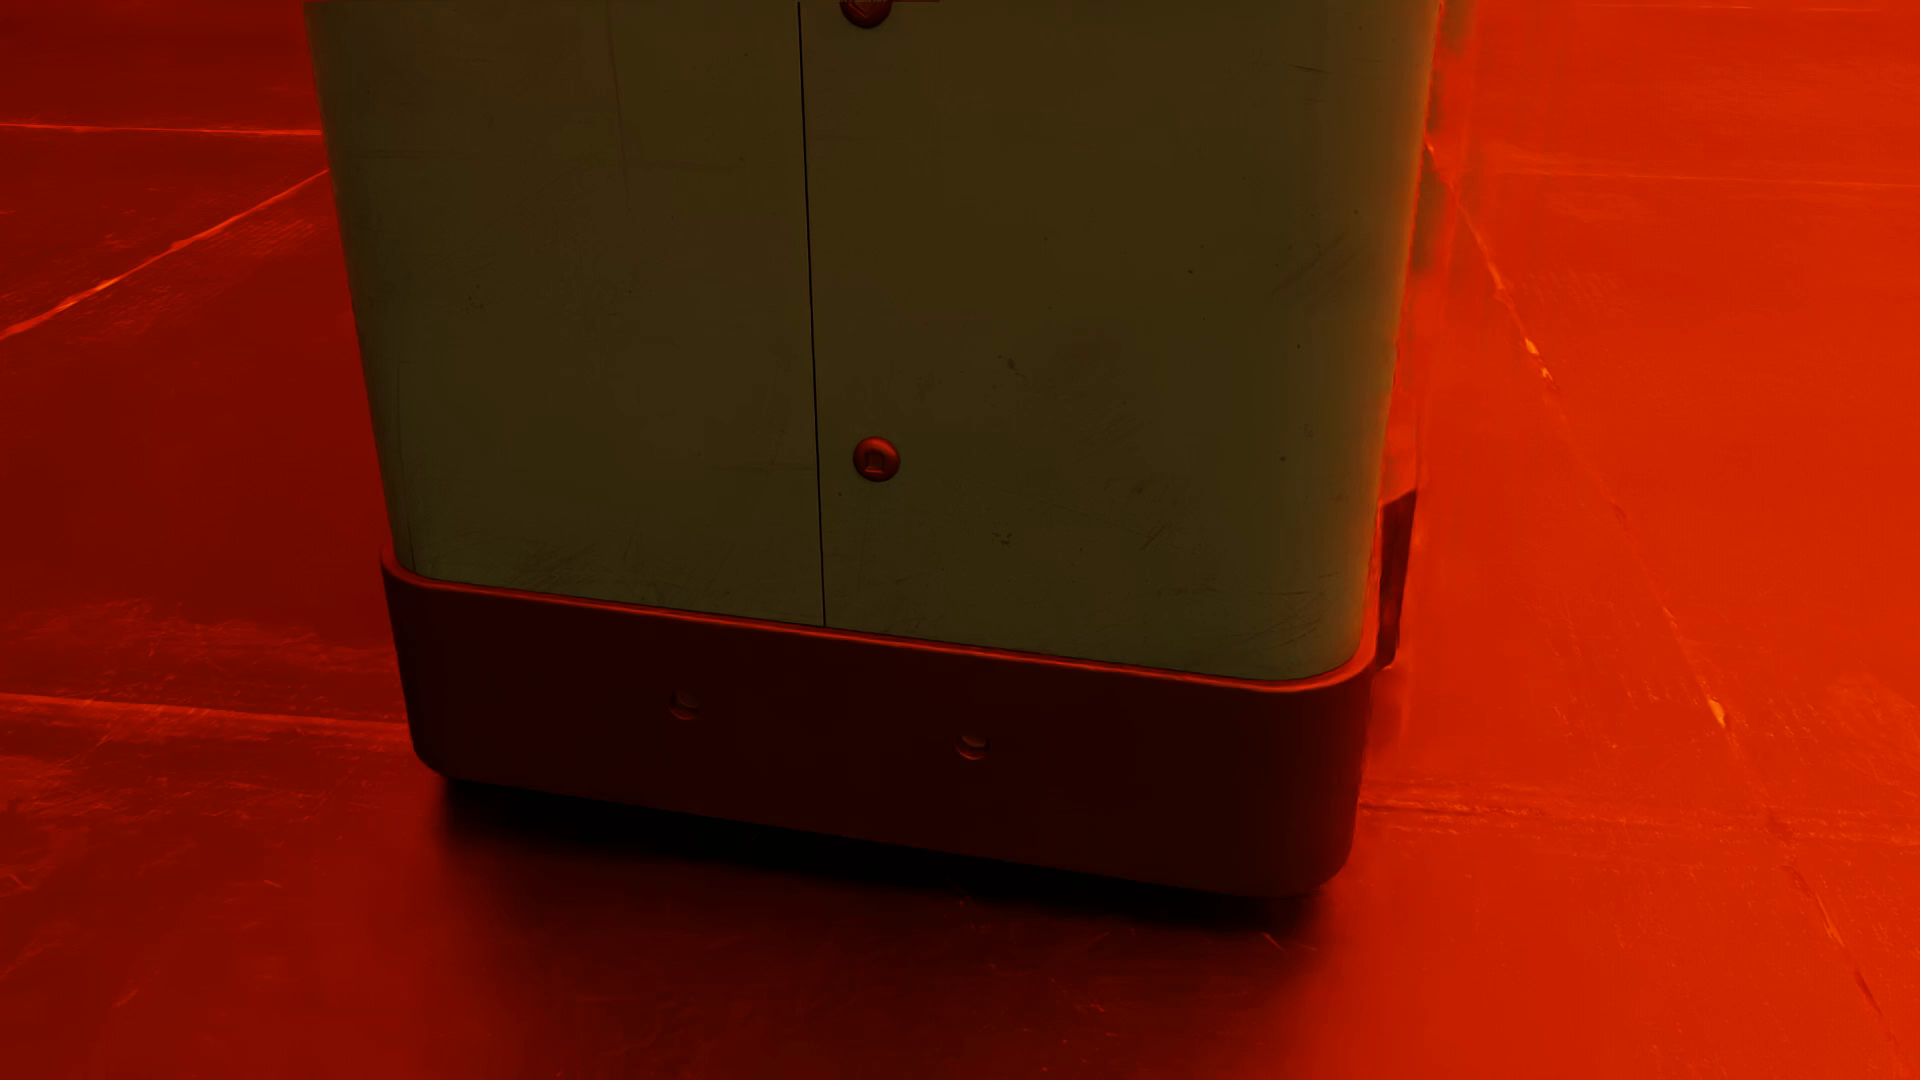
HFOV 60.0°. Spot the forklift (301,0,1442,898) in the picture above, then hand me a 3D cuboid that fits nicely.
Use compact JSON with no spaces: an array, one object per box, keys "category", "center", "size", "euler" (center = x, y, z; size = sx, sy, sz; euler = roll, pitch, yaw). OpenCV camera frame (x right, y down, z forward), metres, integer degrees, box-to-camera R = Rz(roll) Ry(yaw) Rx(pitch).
[{"category":"forklift","center":[0.225,-1.597,2.419],"size":[1.130,2.935,3.031],"euler":[6,27,12]}]
